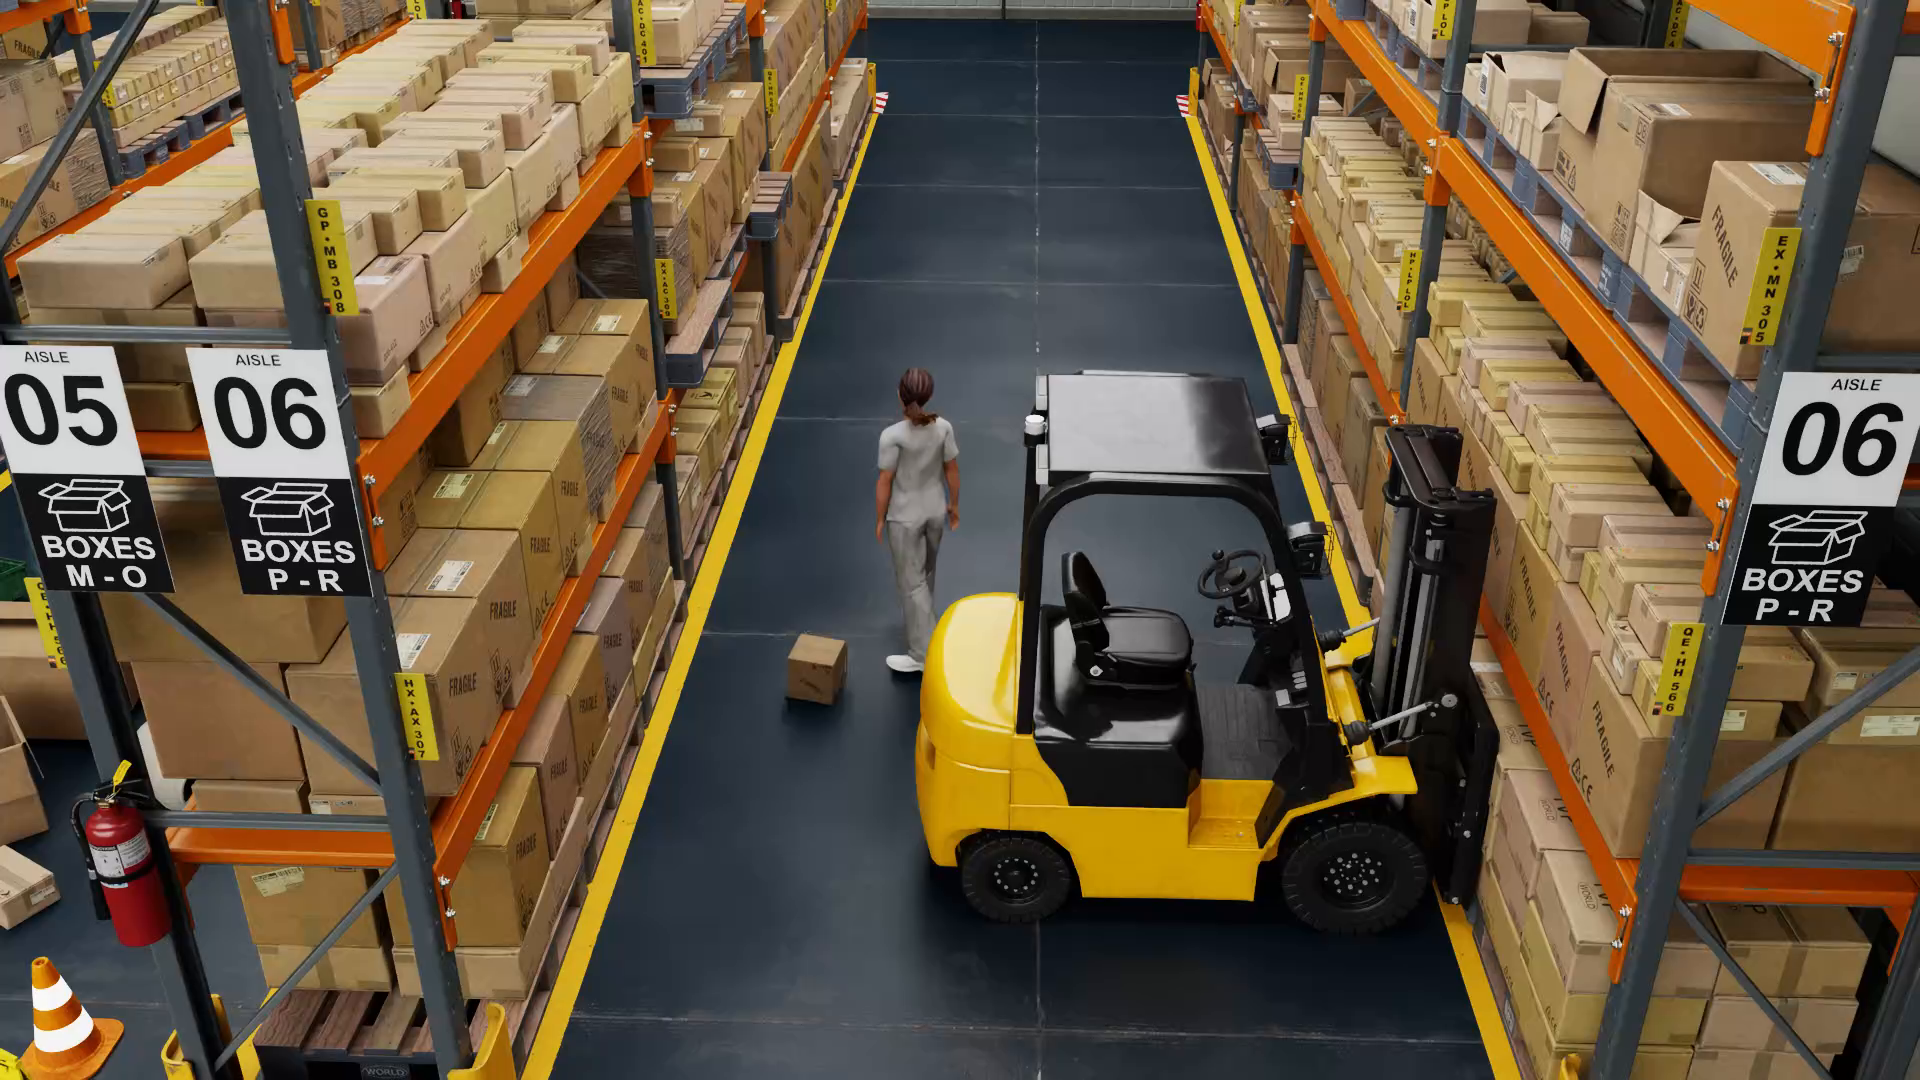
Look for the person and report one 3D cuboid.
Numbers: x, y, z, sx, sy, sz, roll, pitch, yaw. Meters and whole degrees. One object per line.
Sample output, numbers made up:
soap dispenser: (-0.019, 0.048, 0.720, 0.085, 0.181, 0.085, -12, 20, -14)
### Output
person: (-0.235, -0.120, 8.852, 0.511, 1.667, 0.619, -18, 33, -30)
